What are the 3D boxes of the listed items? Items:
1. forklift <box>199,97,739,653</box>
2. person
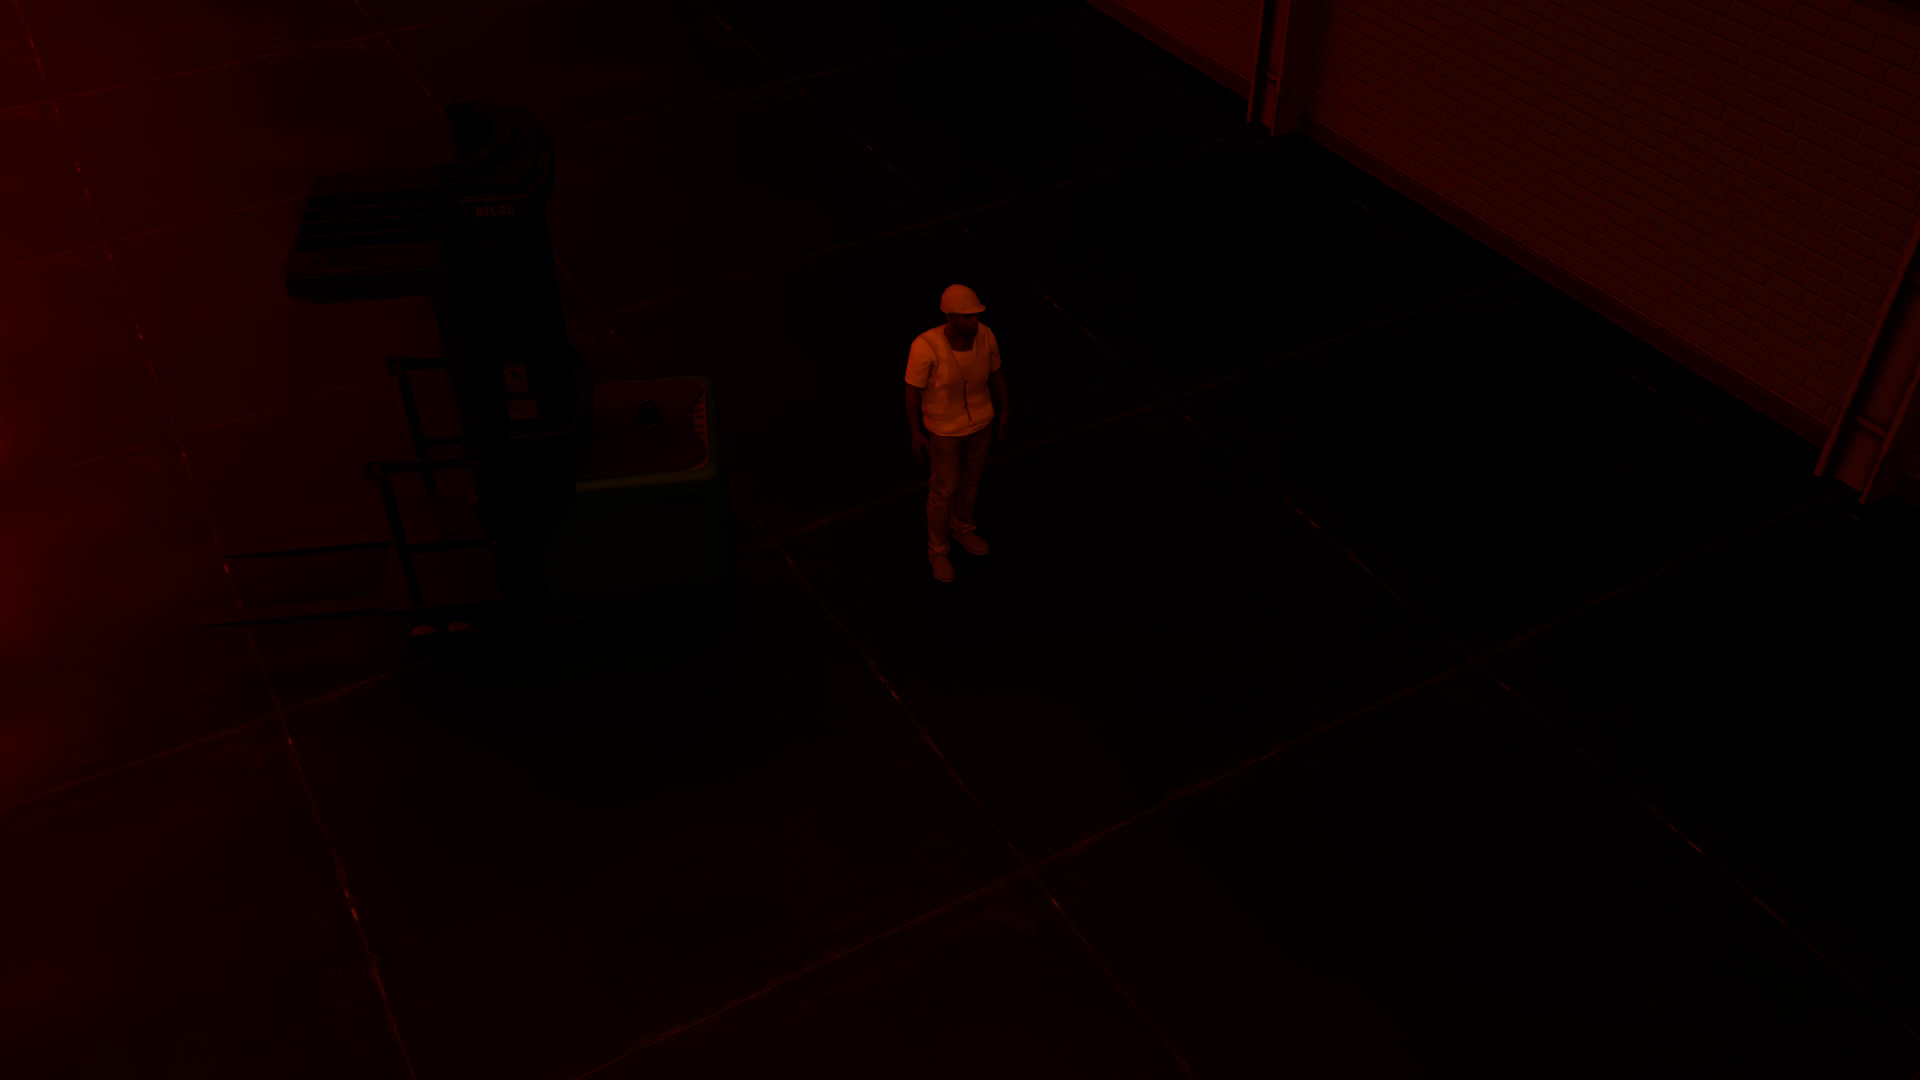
[{"bbox_3d":[-2.864,-0.841,9.050,3.031,2.935,1.130,-6,40,-7],"label":"forklift"},{"bbox_3d":[0.031,-0.645,9.715,0.666,1.768,0.575,-20,44,-23],"label":"person"}]
